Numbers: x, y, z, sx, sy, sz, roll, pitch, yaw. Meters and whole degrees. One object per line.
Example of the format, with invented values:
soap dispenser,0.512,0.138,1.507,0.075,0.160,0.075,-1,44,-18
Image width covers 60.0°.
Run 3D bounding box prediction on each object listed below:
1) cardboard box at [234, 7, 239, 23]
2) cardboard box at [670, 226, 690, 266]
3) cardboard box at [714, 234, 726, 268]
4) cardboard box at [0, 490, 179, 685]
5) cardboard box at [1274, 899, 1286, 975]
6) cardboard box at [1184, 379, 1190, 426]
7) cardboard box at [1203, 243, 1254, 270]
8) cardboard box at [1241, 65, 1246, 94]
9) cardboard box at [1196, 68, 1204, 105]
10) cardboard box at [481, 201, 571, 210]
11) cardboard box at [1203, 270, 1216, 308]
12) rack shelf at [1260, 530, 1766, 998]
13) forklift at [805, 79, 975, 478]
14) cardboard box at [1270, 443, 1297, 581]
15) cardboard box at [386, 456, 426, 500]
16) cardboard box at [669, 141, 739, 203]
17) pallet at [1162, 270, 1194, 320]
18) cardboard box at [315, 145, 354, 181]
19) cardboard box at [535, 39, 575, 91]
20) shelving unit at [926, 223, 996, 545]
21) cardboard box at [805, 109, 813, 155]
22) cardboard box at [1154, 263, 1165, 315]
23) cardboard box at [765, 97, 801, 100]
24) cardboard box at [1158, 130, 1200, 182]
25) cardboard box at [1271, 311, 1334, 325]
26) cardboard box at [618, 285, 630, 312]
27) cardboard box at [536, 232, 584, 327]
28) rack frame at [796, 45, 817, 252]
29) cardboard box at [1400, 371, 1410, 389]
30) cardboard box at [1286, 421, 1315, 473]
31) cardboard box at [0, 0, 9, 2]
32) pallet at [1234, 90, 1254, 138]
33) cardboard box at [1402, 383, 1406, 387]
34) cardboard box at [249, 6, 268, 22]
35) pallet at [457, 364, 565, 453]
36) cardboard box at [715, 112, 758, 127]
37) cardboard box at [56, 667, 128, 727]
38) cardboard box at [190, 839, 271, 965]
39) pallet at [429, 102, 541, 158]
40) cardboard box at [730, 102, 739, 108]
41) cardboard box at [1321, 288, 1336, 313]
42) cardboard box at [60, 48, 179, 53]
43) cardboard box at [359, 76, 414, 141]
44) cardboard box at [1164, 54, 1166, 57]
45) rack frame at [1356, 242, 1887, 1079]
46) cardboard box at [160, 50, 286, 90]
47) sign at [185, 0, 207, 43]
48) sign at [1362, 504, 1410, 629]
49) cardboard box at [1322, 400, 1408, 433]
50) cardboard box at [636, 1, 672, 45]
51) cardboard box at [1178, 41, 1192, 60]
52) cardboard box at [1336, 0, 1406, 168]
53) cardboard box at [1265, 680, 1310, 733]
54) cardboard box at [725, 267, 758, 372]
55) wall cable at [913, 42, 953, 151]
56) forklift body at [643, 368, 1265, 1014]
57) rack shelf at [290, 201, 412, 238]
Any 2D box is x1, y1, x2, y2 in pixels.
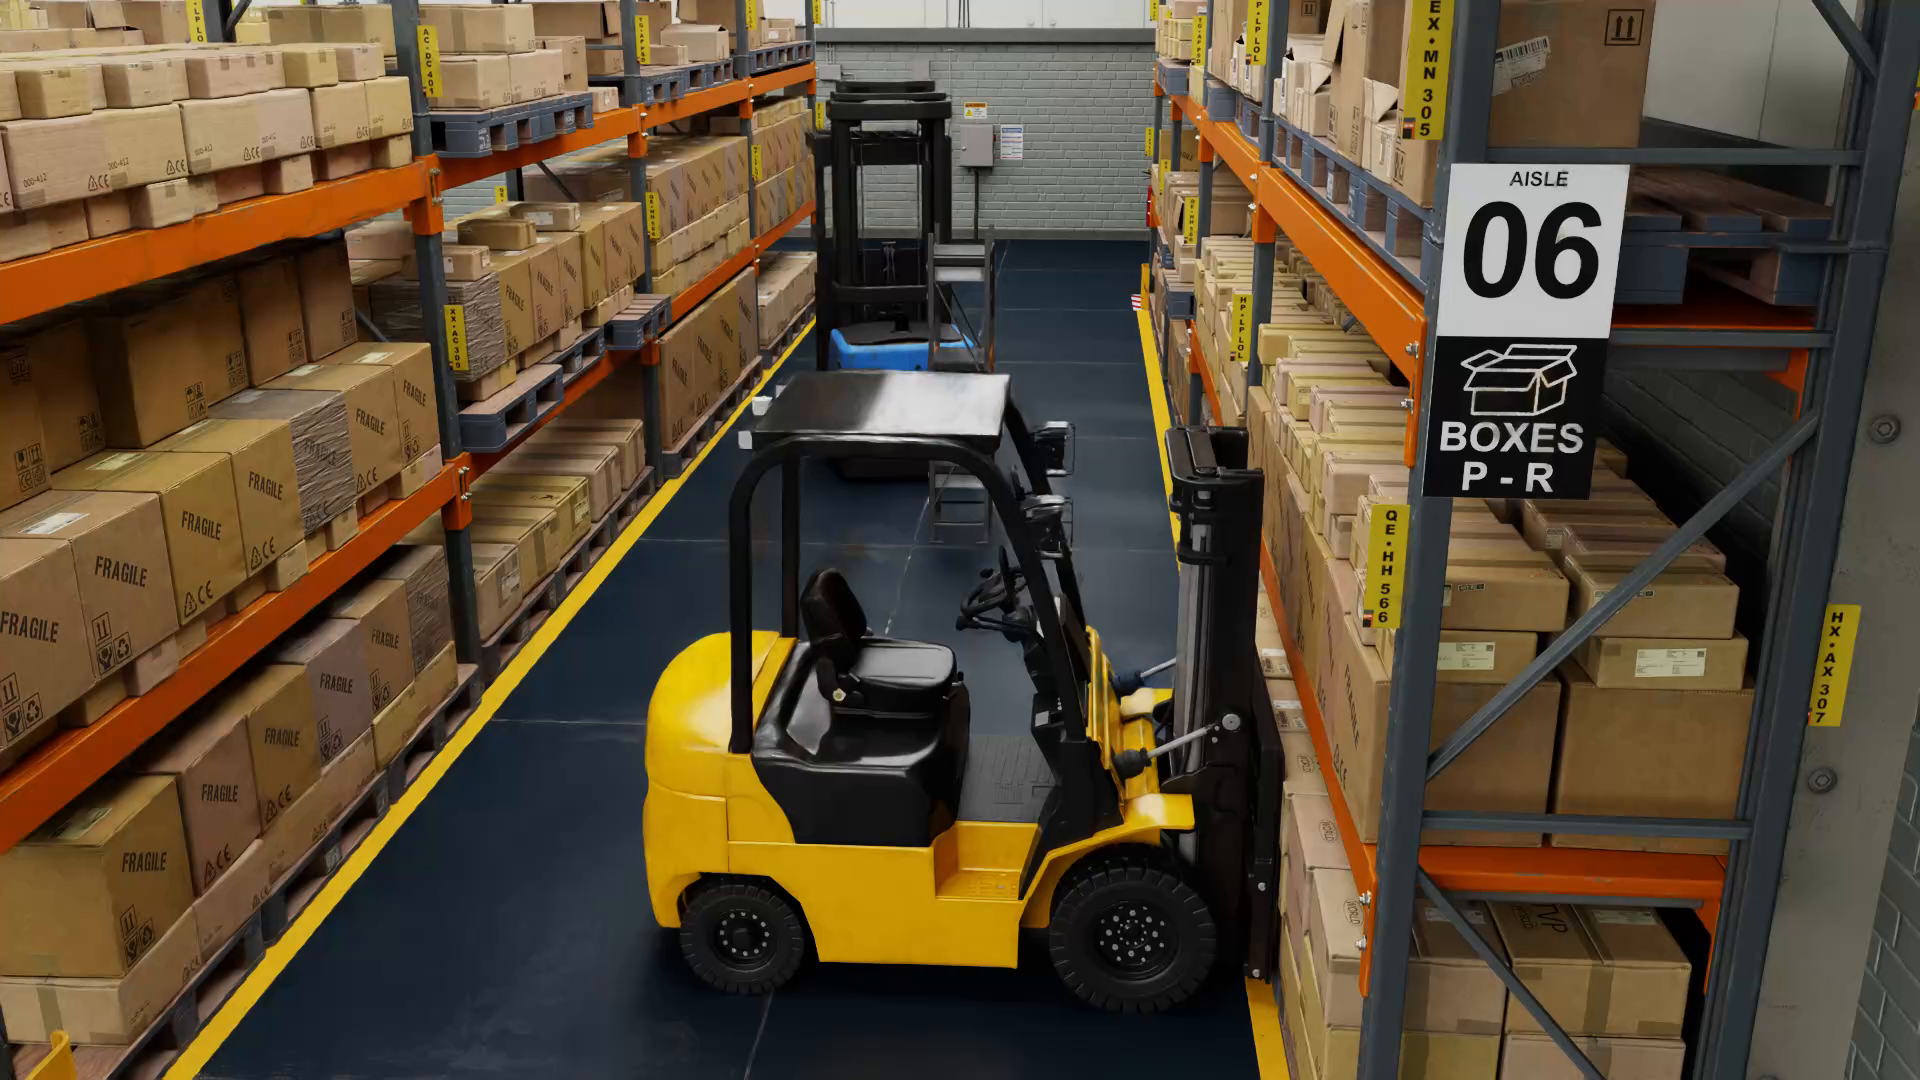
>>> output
cardboard box,-7.164,-5.035,15.952,0.380,0.149,0.250,1,18,3
cardboard box,-2.448,-2.326,13.142,0.500,0.250,0.500,2,18,5
cardboard box,-2.356,-2.559,14.656,0.500,0.250,0.500,1,18,2
cardboard box,-2.998,0.147,5.520,0.500,0.500,0.500,2,18,6
cardboard box,1.417,1.392,6.100,0.500,0.250,0.500,1,18,5
cardboard box,2.045,-1.041,13.121,0.500,0.500,0.500,1,18,3
cardboard box,1.848,-1.918,11.257,0.380,0.149,0.250,2,18,5
cardboard box,1.671,-2.397,8.671,0.380,0.149,0.250,1,18,4
cardboard box,1.977,-3.257,11.968,0.500,0.250,0.500,1,18,2
cardboard box,-3.032,-2.101,11.705,0.500,0.500,0.500,1,18,2
cardboard box,1.870,-1.616,10.976,0.500,0.250,0.500,2,18,6
rack shelf,1.752,0.468,6.333,1.077,0.370,4.000,1,18,4
forklift,-0.657,-2.279,13.672,1.130,2.935,3.031,-3,18,-10
cardboard box,1.547,-0.091,6.724,0.500,0.500,0.500,1,18,3
cardboard box,-2.786,-0.301,7.929,0.380,0.149,0.250,2,18,5
cardboard box,-2.293,-3.307,14.932,0.500,0.500,0.500,2,18,5
pallet,2.161,-1.858,12.586,1.213,0.211,1.003,1,18,4
cardboard box,-2.874,-1.650,7.226,0.380,0.149,0.250,1,18,4
cardboard box,-2.850,-2.847,10.312,0.797,0.503,0.637,1,18,4
shelving unit,0.012,-1.049,11.253,0.431,2.100,0.503,1,18,4
cardboard box,-1.992,-4.699,19.181,0.500,0.500,0.500,2,18,6
cardboard box,2.517,-2.781,18.434,0.700,0.500,0.500,2,18,6
cardboard box,-2.016,-4.967,18.957,0.380,0.149,0.250,2,18,5
cardboard box,2.347,-4.048,17.518,0.500,0.500,0.500,2,18,5
cardboard box,1.769,-1.117,8.814,0.380,0.149,0.250,1,18,4
cardboard box,-2.478,-1.656,11.389,0.380,0.149,0.250,1,18,3
cardboard box,-2.625,-1.601,10.179,0.500,0.500,0.500,1,18,2
rack frame,-2.195,-4.332,19.826,1.000,3.000,0.127,1,18,4
cardboard box,2.109,-0.727,7.144,0.380,0.149,0.250,1,18,3
cardboard box,1.490,-0.361,6.505,0.380,0.149,0.250,1,18,2
cardboard box,-7.872,-4.294,13.504,0.396,0.266,0.258,1,18,4
pallet,2.146,-2.513,9.761,1.003,0.211,1.213,2,18,6
cardboard box,2.118,-0.585,7.188,0.380,0.149,0.250,2,18,5
cardboard box,-7.086,-5.277,16.692,0.380,0.149,0.250,1,18,2
pallet,-2.856,-0.748,9.196,1.003,0.211,1.213,1,18,4
cardboard box,-2.222,-4.173,16.533,0.380,0.149,0.250,1,18,3
cardboard box,-3.008,0.497,5.494,0.380,0.149,0.250,1,18,2
cardboard box,-2.965,1.342,6.252,0.500,0.250,0.500,2,18,6
pallet,-2.905,-2.130,8.592,1.213,0.211,1.003,1,18,4
cardboard box,-2.605,-4.656,18.007,0.380,0.149,0.250,1,18,4
cardboard box,2.279,-1.350,9.524,0.380,0.149,0.250,1,18,3
cardboard box,-3.467,-1.955,6.878,0.380,0.149,0.250,1,18,4
cardboard box,-2.819,-1.957,7.523,0.500,0.250,0.500,1,18,3
cardboard box,2.372,-5.108,17.140,0.500,0.250,0.500,1,18,3
rack frame,1.609,0.747,4.326,1.000,3.000,0.127,1,18,4
cardboard box,-2.920,-1.863,6.596,0.380,0.149,0.250,1,18,3
sign,-3.609,-2.474,7.877,0.100,0.325,0.005,1,18,4
sign,1.069,0.068,4.159,0.100,0.325,0.005,1,18,4
cardboard box,1.563,-0.420,6.208,0.380,0.149,0.250,1,18,4
cardboard box,-2.835,-4.495,14.671,0.500,0.500,0.500,1,18,3
cardboard box,1.966,-3.971,13.476,0.380,0.149,0.250,2,18,5
cardboard box,1.571,-1.432,5.162,0.700,0.500,0.500,1,18,4
cardboard box,1.432,0.756,6.434,0.500,0.250,0.500,1,18,3
cardboard box,-2.447,-2.085,15.707,0.875,0.875,0.875,2,18,6
wall cable,-0.399,-6.538,24.928,0.588,1.984,0.122,1,18,4
forklift body,-0.075,0.521,6.380,2.313,2.155,1.214,1,18,4
rack shelf,-7.283,-3.448,18.284,1.077,0.370,4.000,1,18,4
